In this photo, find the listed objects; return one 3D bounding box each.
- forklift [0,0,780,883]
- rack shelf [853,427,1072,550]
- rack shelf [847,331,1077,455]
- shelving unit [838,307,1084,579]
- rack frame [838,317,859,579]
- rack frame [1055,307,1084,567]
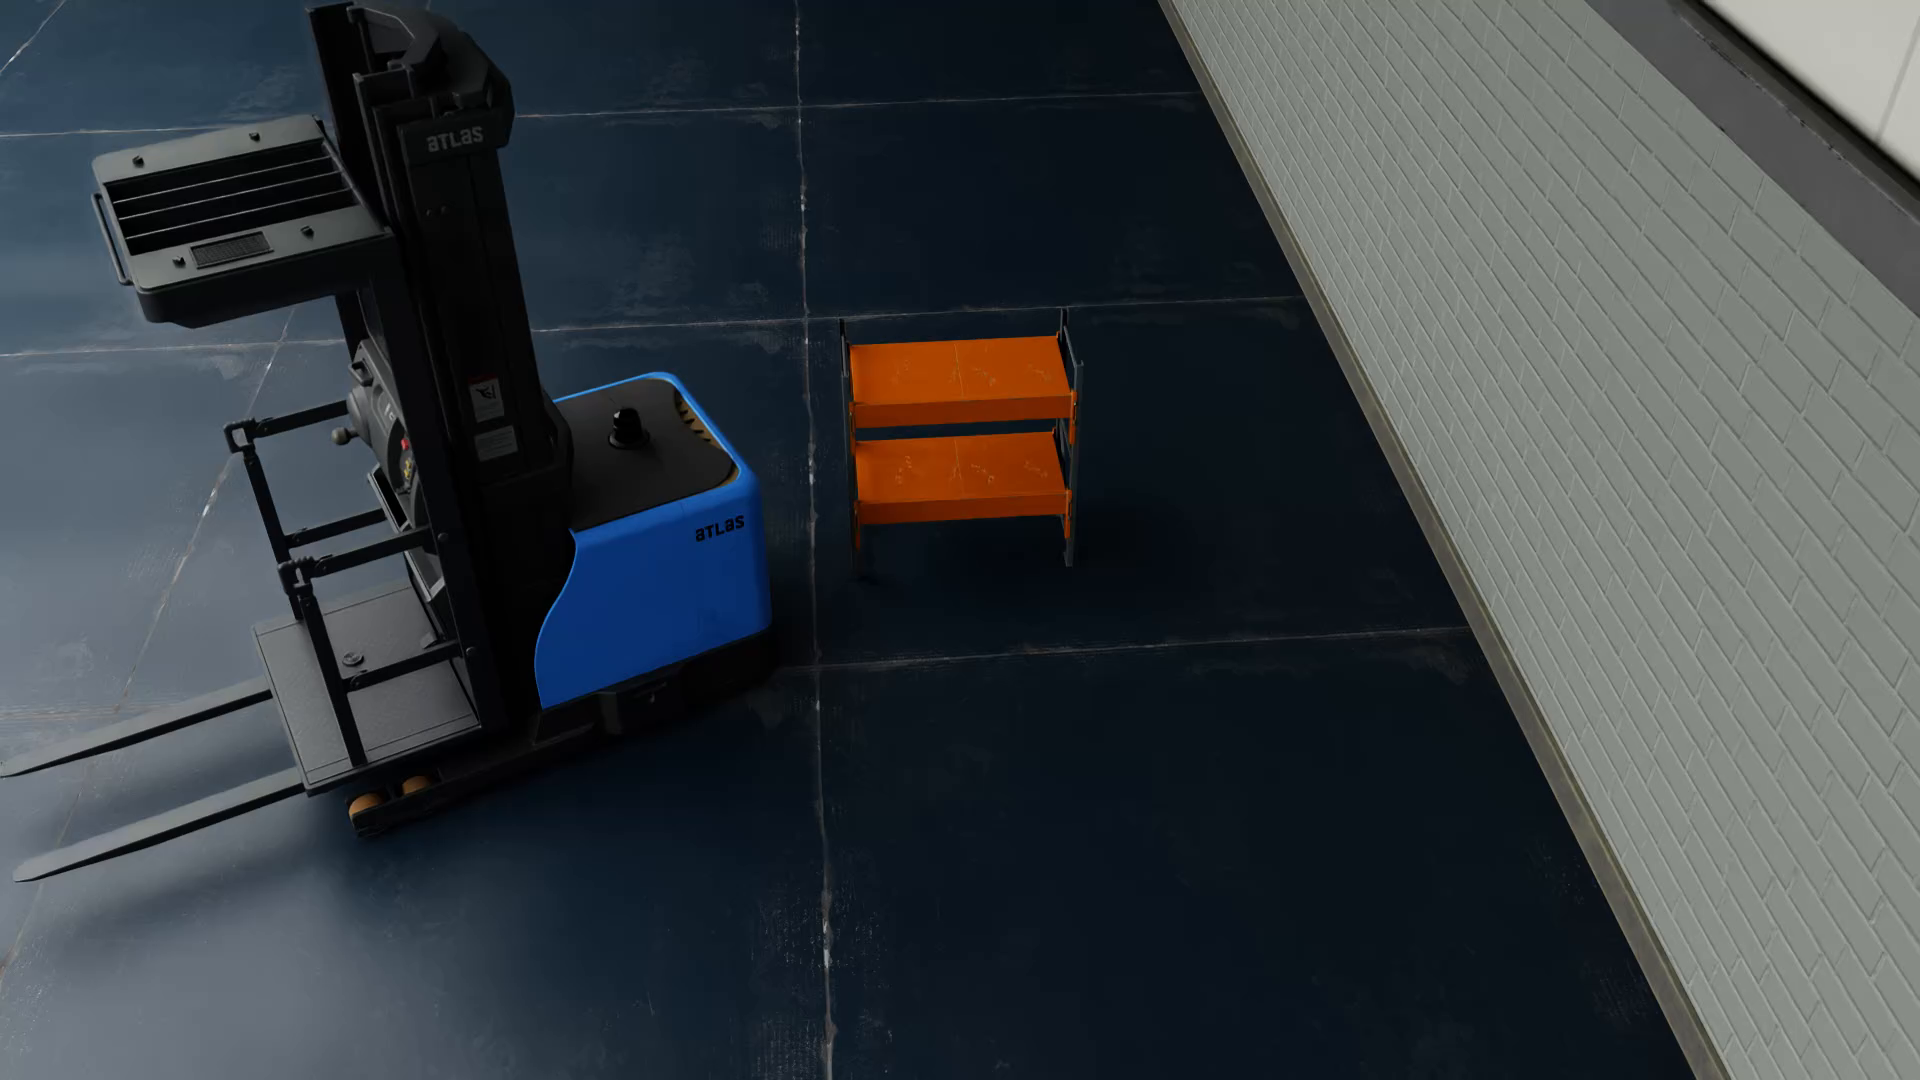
[{"bbox_3d":[-2.328,-0.359,6.161,3.031,2.935,1.130,-19,42,-23],"label":"forklift"},{"bbox_3d":[-0.007,-0.249,7.875,1.000,0.278,0.538,-3,38,-4],"label":"rack shelf"},{"bbox_3d":[-0.007,-0.671,7.542,1.000,0.278,0.538,-3,38,-4],"label":"rack shelf"},{"bbox_3d":[-0.007,-0.441,7.723,1.048,1.125,0.538,-3,38,-4],"label":"shelving unit"},{"bbox_3d":[-0.513,-0.413,7.688,0.032,1.125,0.500,-3,38,-4],"label":"rack frame"},{"bbox_3d":[0.500,-0.469,7.758,0.032,1.125,0.500,-3,38,-4],"label":"rack frame"}]
